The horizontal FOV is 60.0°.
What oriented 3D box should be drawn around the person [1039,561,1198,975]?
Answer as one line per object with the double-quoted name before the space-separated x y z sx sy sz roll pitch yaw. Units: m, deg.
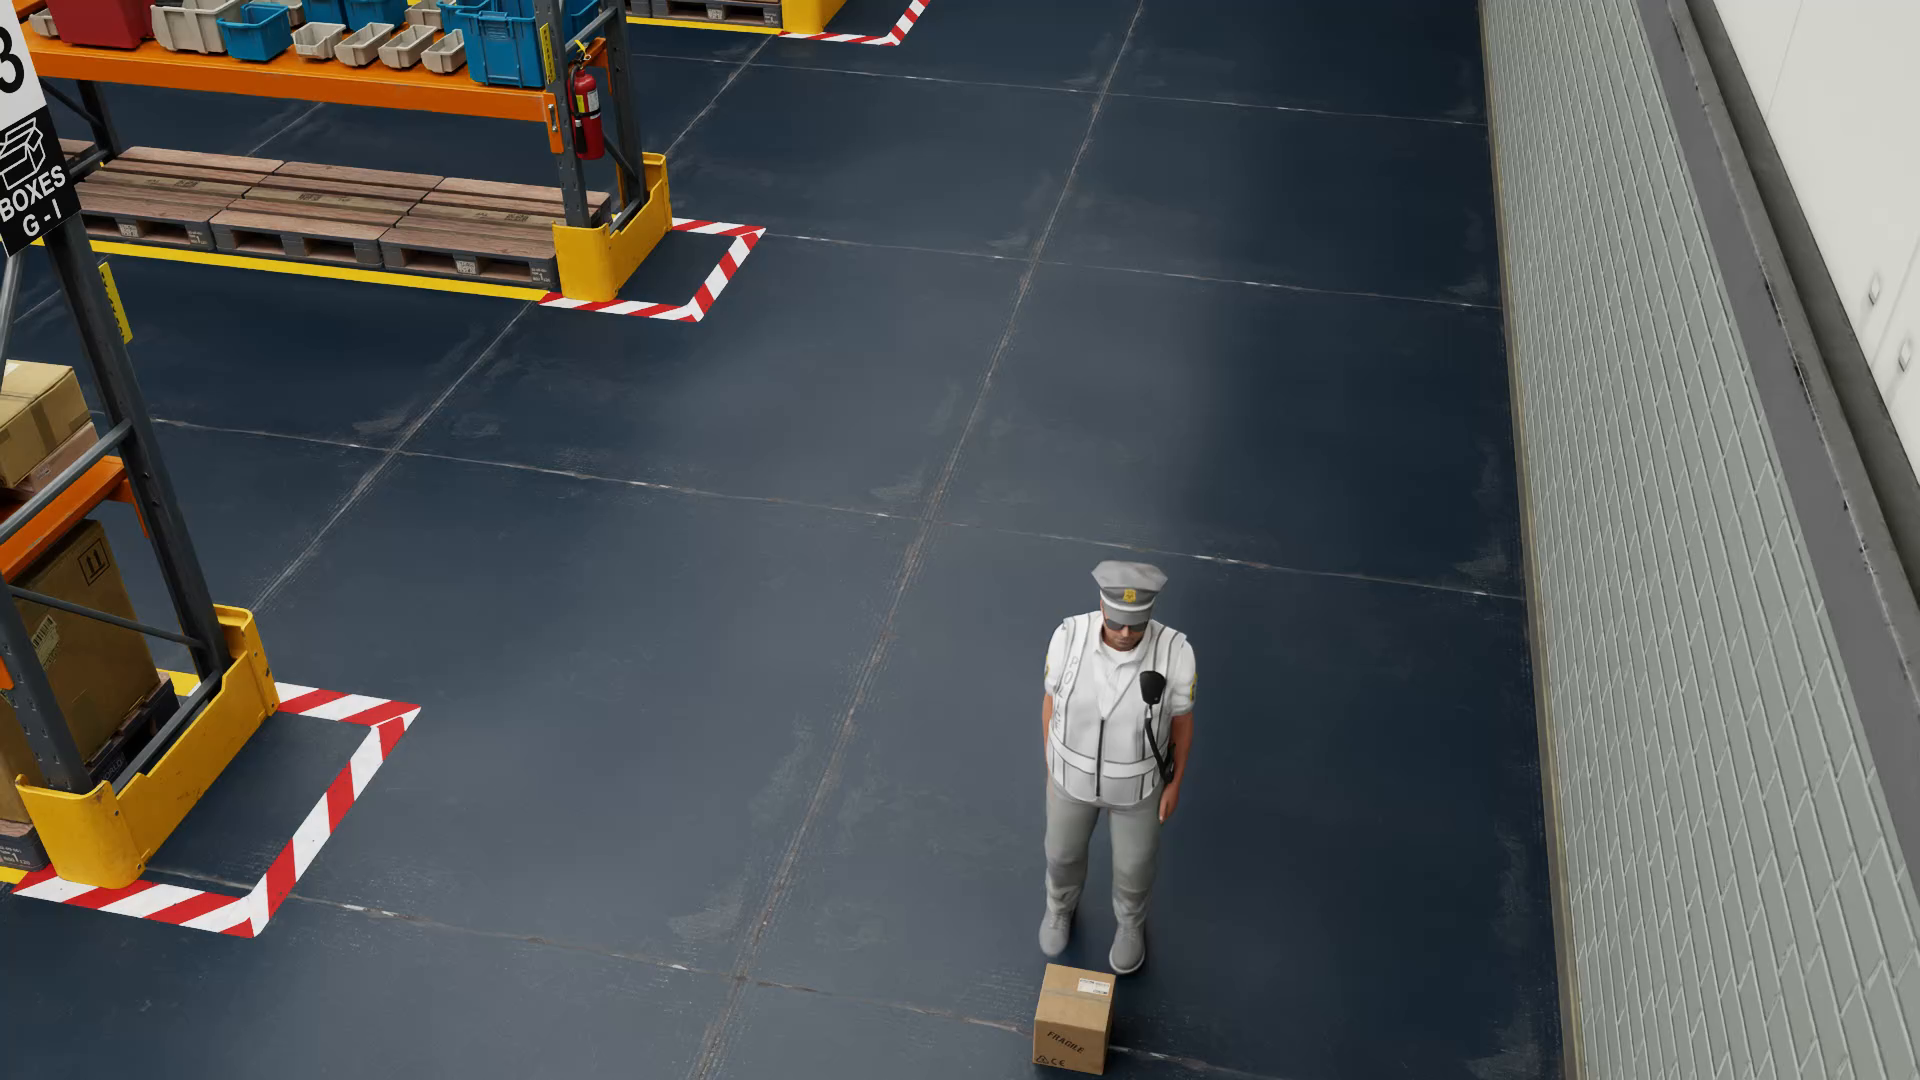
"person" 0.536 0.824 5.862 0.527 1.778 0.393 8 37 11
